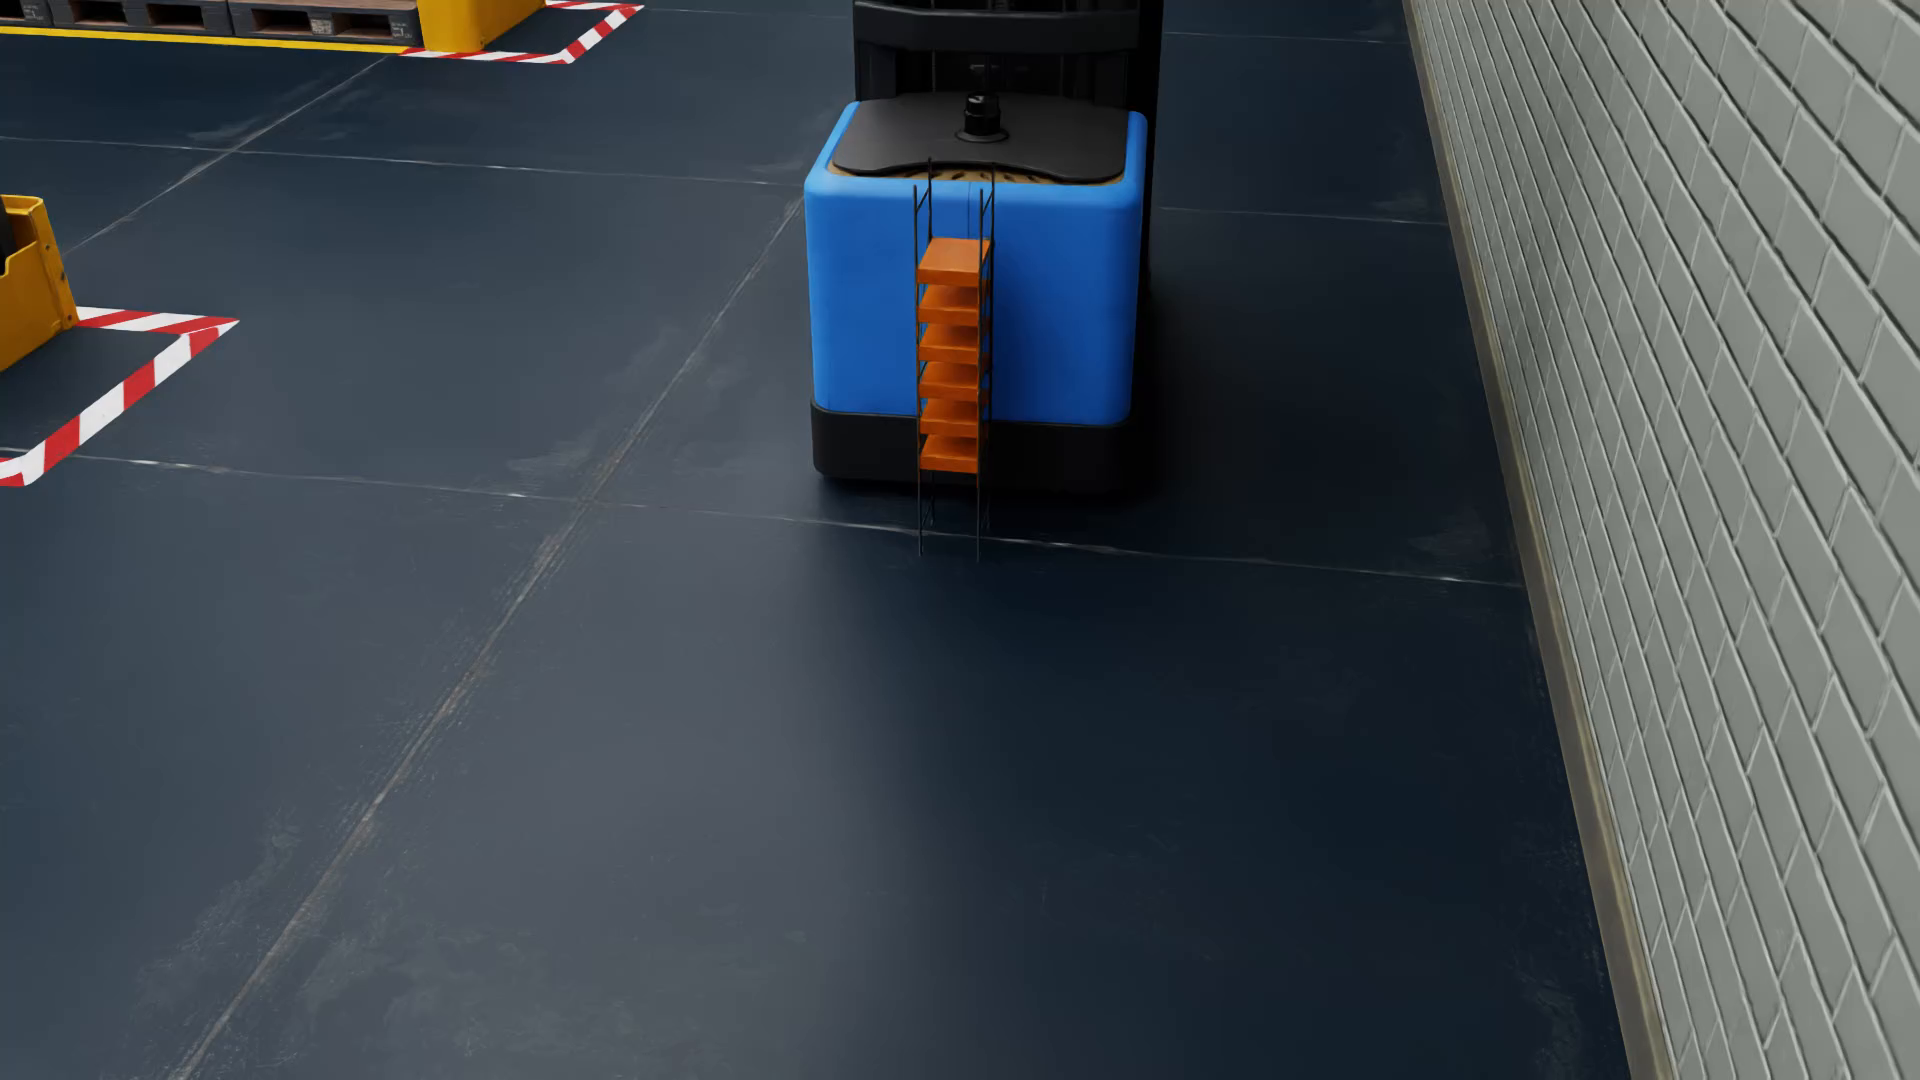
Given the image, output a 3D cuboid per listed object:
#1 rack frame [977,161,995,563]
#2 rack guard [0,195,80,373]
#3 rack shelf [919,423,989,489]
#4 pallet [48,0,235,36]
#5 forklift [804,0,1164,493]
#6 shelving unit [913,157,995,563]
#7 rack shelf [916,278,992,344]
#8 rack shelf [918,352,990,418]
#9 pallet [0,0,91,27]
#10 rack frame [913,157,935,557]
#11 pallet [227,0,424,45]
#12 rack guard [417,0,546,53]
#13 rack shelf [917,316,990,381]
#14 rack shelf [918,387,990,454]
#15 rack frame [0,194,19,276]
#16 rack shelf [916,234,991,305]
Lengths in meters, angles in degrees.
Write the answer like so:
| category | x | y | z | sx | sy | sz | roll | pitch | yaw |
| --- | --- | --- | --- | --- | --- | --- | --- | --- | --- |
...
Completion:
| category | x | y | z | sx | sy | sz | roll | pitch | yaw |
| --- | --- | --- | --- | --- | --- | --- | --- | --- | --- |
| rack frame | 0.076 | -0.502 | 4.921 | 0.006 | 1.200 | 0.240 | 5 | 32 | 8 |
| rack guard | -3.777 | -0.817 | 6.084 | 0.348 | 0.500 | 1.175 | 5 | 32 | 8 |
| rack shelf | -0.014 | -0.269 | 5.085 | 0.180 | 0.103 | 0.258 | 5 | 32 | 8 |
| pallet | -4.973 | -3.491 | 10.628 | 1.213 | 0.211 | 1.003 | 5 | 32 | 8 |
| forklift | 0.195 | -2.155 | 5.931 | 1.130 | 2.935 | 3.031 | 3 | 32 | 5 |
| shelving unit | -0.014 | -0.510 | 4.934 | 0.189 | 1.200 | 0.258 | 5 | 32 | 8 |
| rack shelf | -0.014 | -0.676 | 4.830 | 0.180 | 0.103 | 0.258 | 5 | 32 | 8 |
| rack shelf | -0.014 | -0.472 | 4.957 | 0.180 | 0.103 | 0.258 | 5 | 32 | 8 |
| pallet | -6.179 | -3.599 | 10.800 | 1.213 | 0.211 | 1.003 | 5 | 32 | 8 |
| rack frame | -0.104 | -0.518 | 4.947 | 0.006 | 1.200 | 0.240 | 5 | 32 | 8 |
| pallet | -3.774 | -3.381 | 10.452 | 1.213 | 0.211 | 1.003 | 5 | 32 | 8 |
| rack guard | -2.941 | -3.414 | 10.233 | 0.348 | 0.500 | 1.175 | 5 | 32 | 8 |
| rack shelf | -0.014 | -0.574 | 4.894 | 0.180 | 0.103 | 0.258 | 5 | 32 | 8 |
| rack shelf | -0.014 | -0.370 | 5.021 | 0.180 | 0.103 | 0.258 | 5 | 32 | 8 |
| rack frame | -3.800 | -1.879 | 5.424 | 0.127 | 3.000 | 1.000 | 5 | 32 | 8 |
| rack shelf | -0.014 | -0.777 | 4.766 | 0.180 | 0.103 | 0.258 | 5 | 32 | 8 |
